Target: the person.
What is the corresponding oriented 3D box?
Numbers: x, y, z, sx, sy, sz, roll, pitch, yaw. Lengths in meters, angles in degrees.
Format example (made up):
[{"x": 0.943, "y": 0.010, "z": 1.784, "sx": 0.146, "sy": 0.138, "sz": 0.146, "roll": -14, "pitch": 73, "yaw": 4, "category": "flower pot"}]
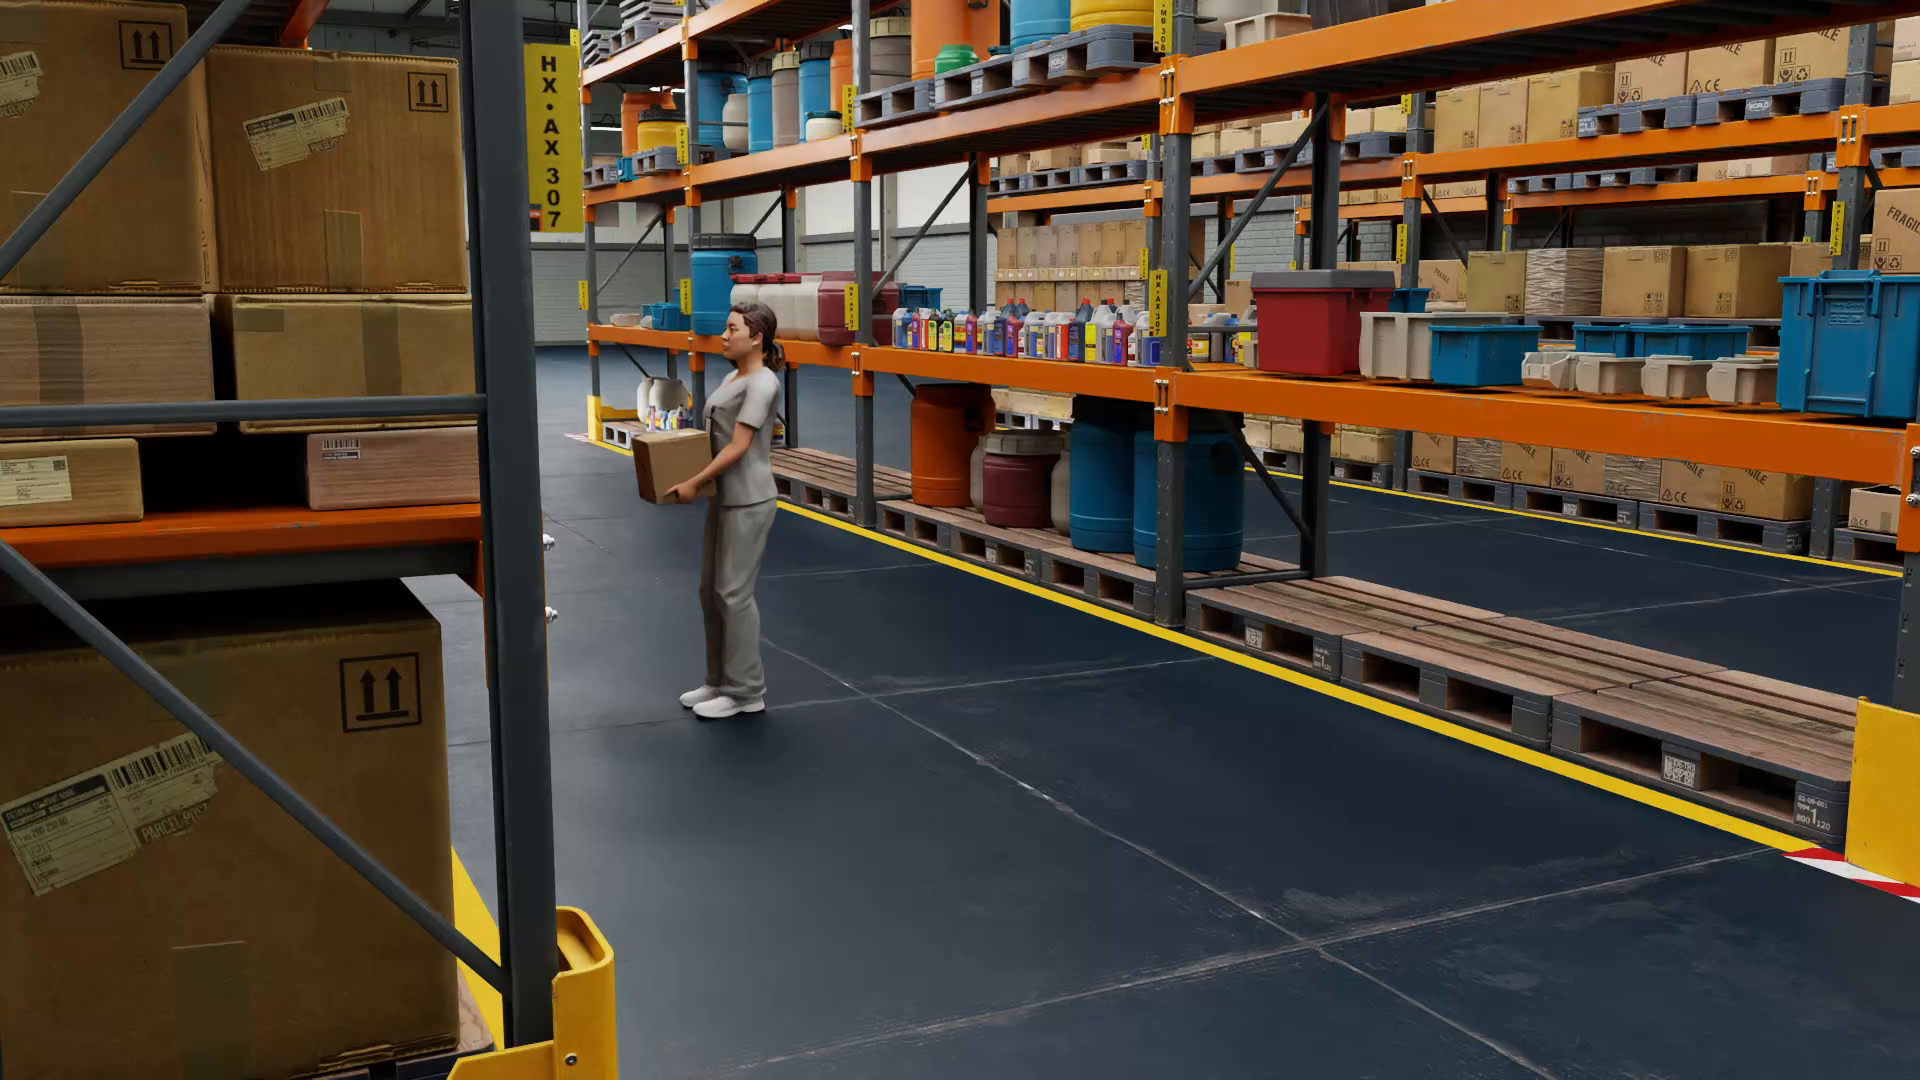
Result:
[{"x": -0.956, "y": -0.125, "z": 6.722, "sx": 0.556, "sy": 1.665, "sz": 0.436, "roll": -4, "pitch": 9, "yaw": -25, "category": "person"}]
